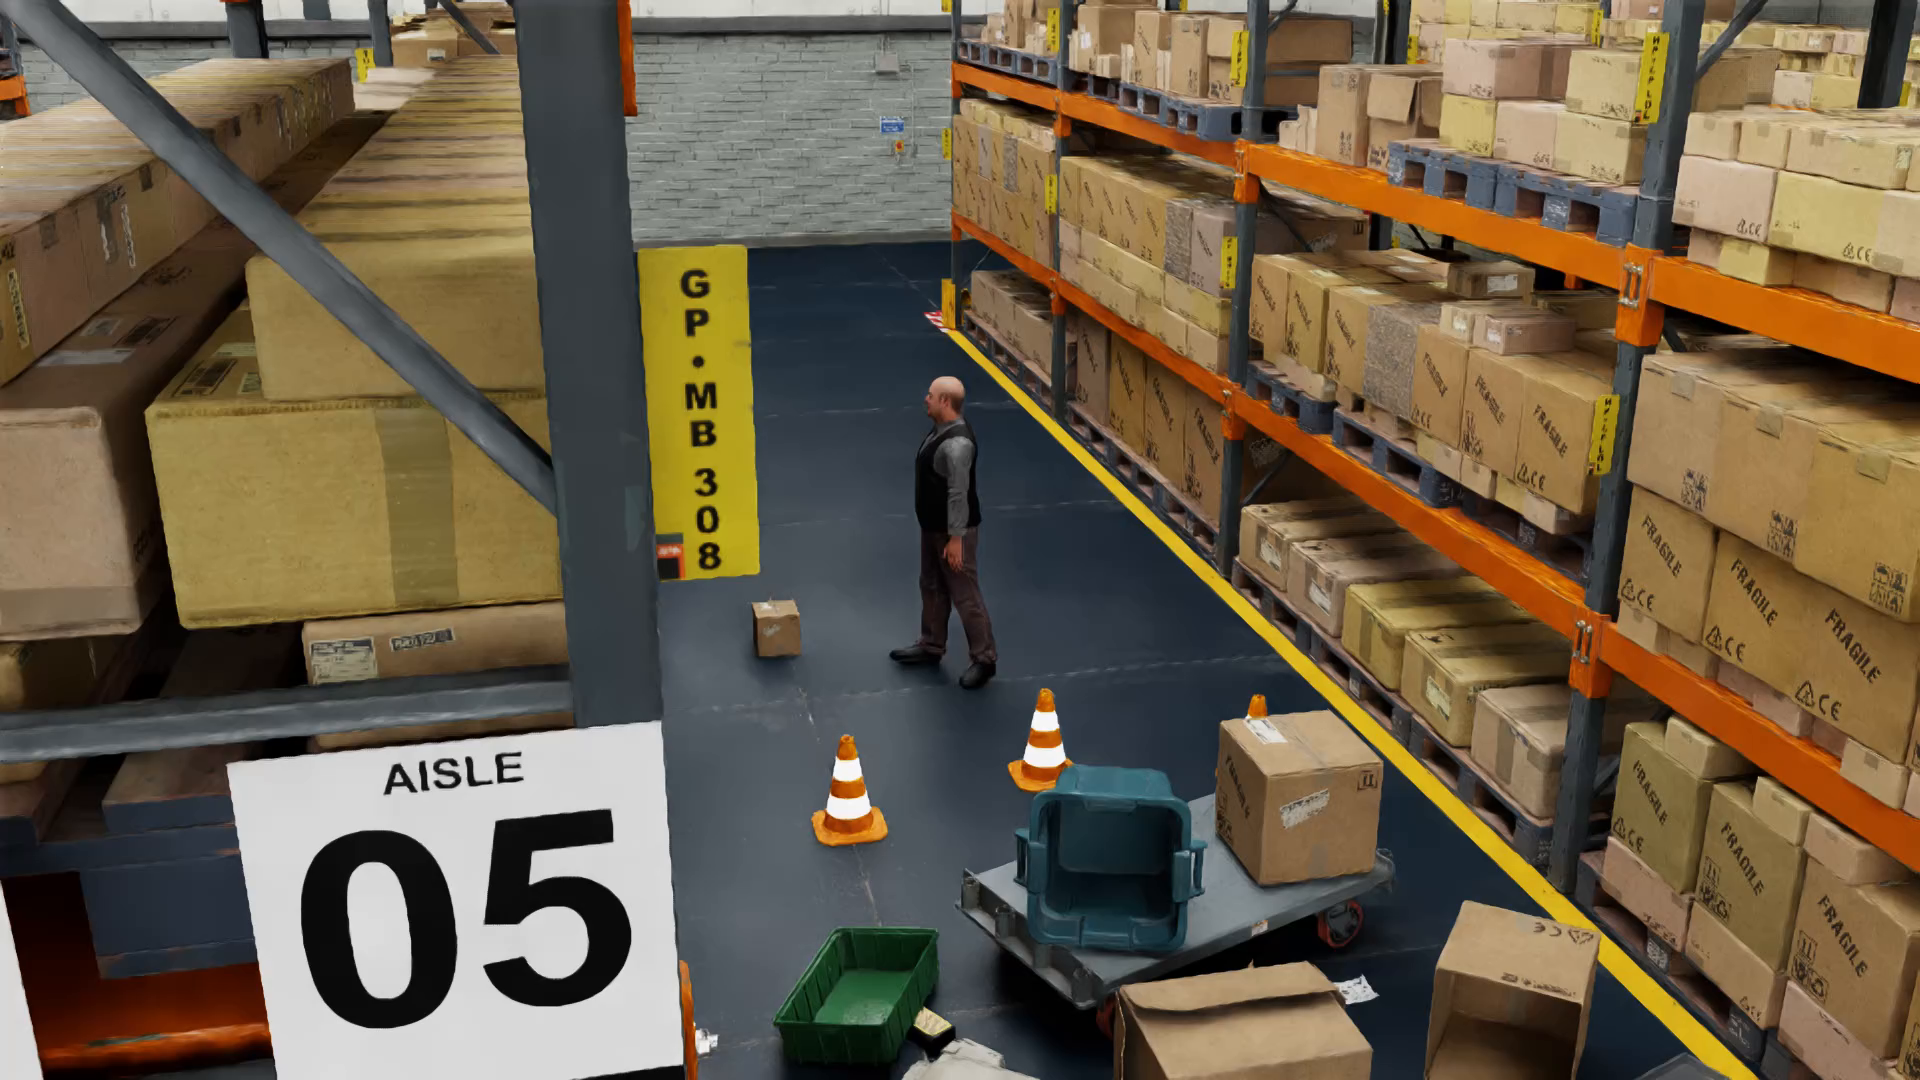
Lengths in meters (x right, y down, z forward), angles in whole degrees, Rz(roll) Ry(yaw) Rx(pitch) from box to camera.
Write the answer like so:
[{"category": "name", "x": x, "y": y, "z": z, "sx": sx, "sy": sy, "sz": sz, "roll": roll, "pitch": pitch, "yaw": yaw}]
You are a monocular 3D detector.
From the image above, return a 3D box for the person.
[{"category": "person", "x": -0.100, "y": -0.079, "z": 9.296, "sx": 0.577, "sy": 1.722, "sz": 0.689, "roll": -4, "pitch": 20, "yaw": -10}]
